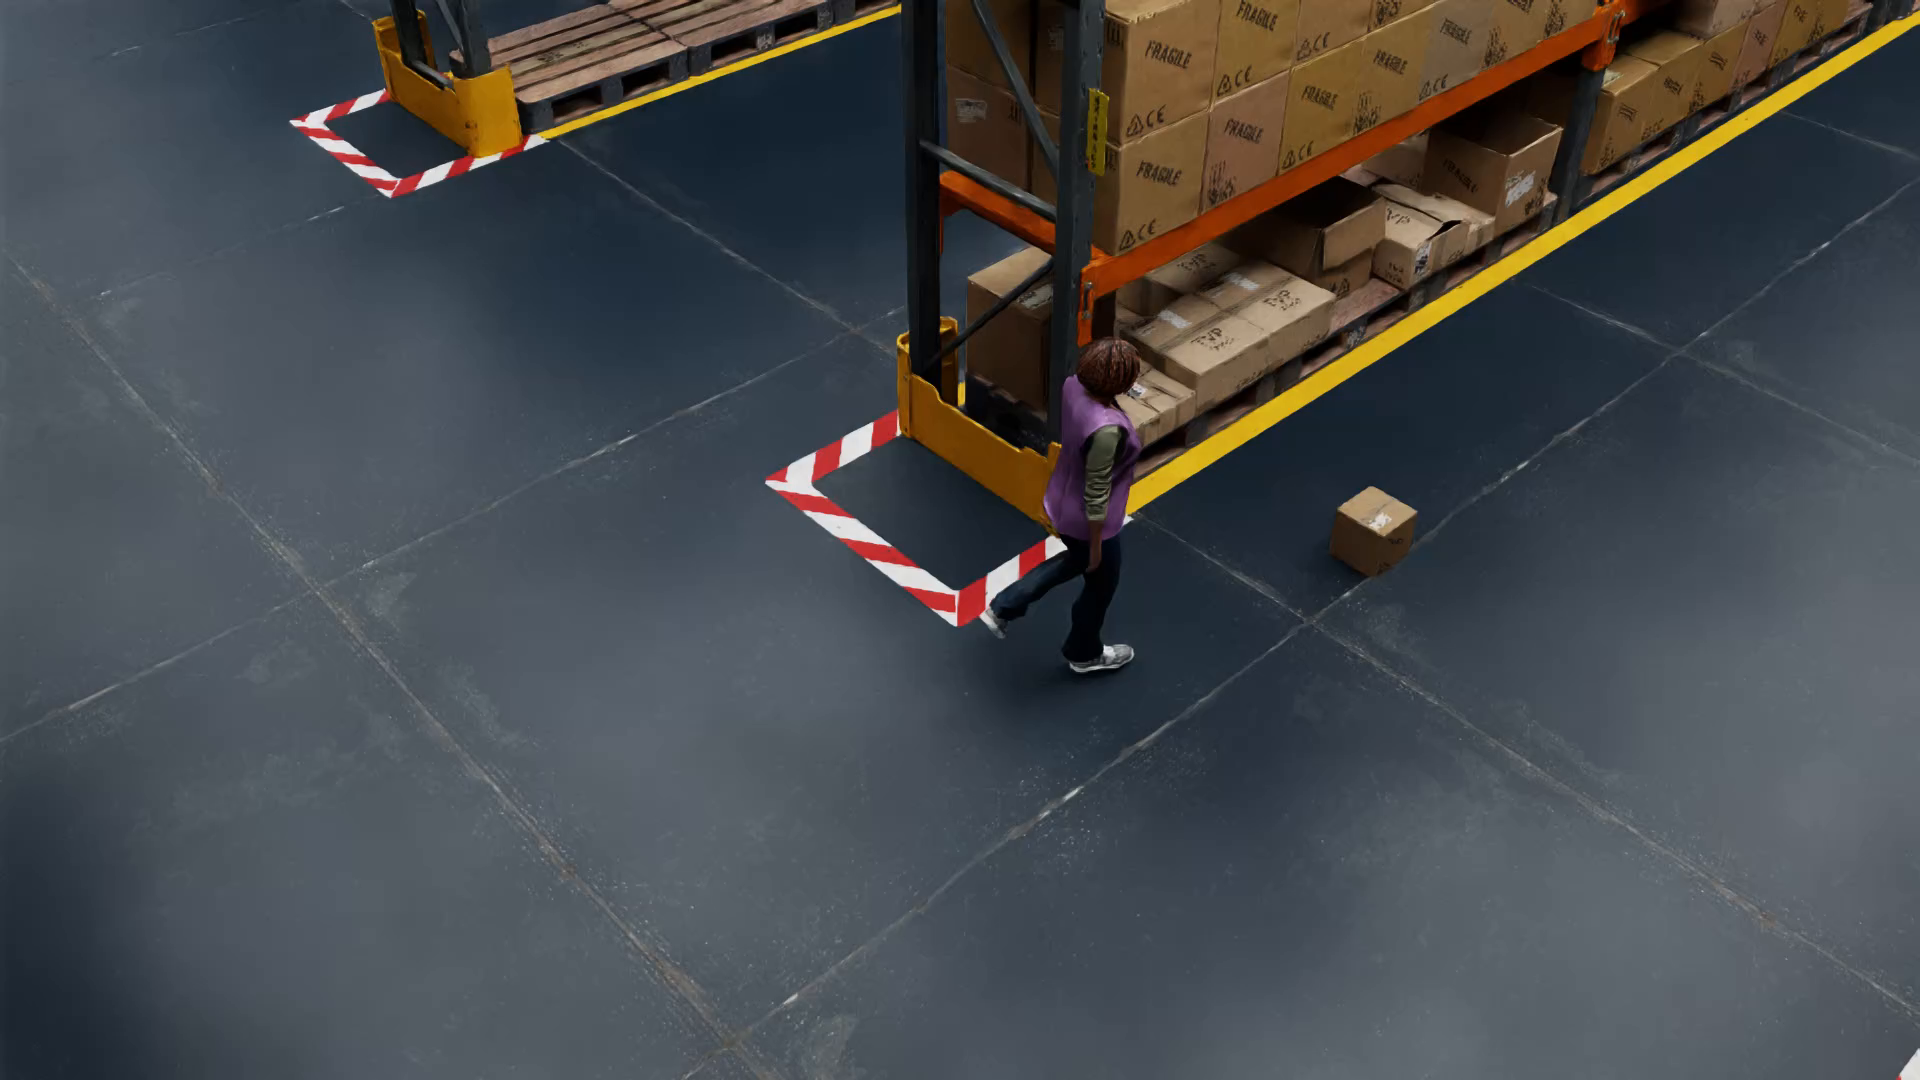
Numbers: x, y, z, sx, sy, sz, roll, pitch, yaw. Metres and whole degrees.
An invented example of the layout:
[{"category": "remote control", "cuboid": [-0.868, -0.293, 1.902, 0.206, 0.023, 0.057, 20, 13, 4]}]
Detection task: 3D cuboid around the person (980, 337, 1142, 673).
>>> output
[{"category": "person", "cuboid": [0.397, -0.095, 6.249, 0.624, 1.578, 0.448, -9, 41, -11]}]
